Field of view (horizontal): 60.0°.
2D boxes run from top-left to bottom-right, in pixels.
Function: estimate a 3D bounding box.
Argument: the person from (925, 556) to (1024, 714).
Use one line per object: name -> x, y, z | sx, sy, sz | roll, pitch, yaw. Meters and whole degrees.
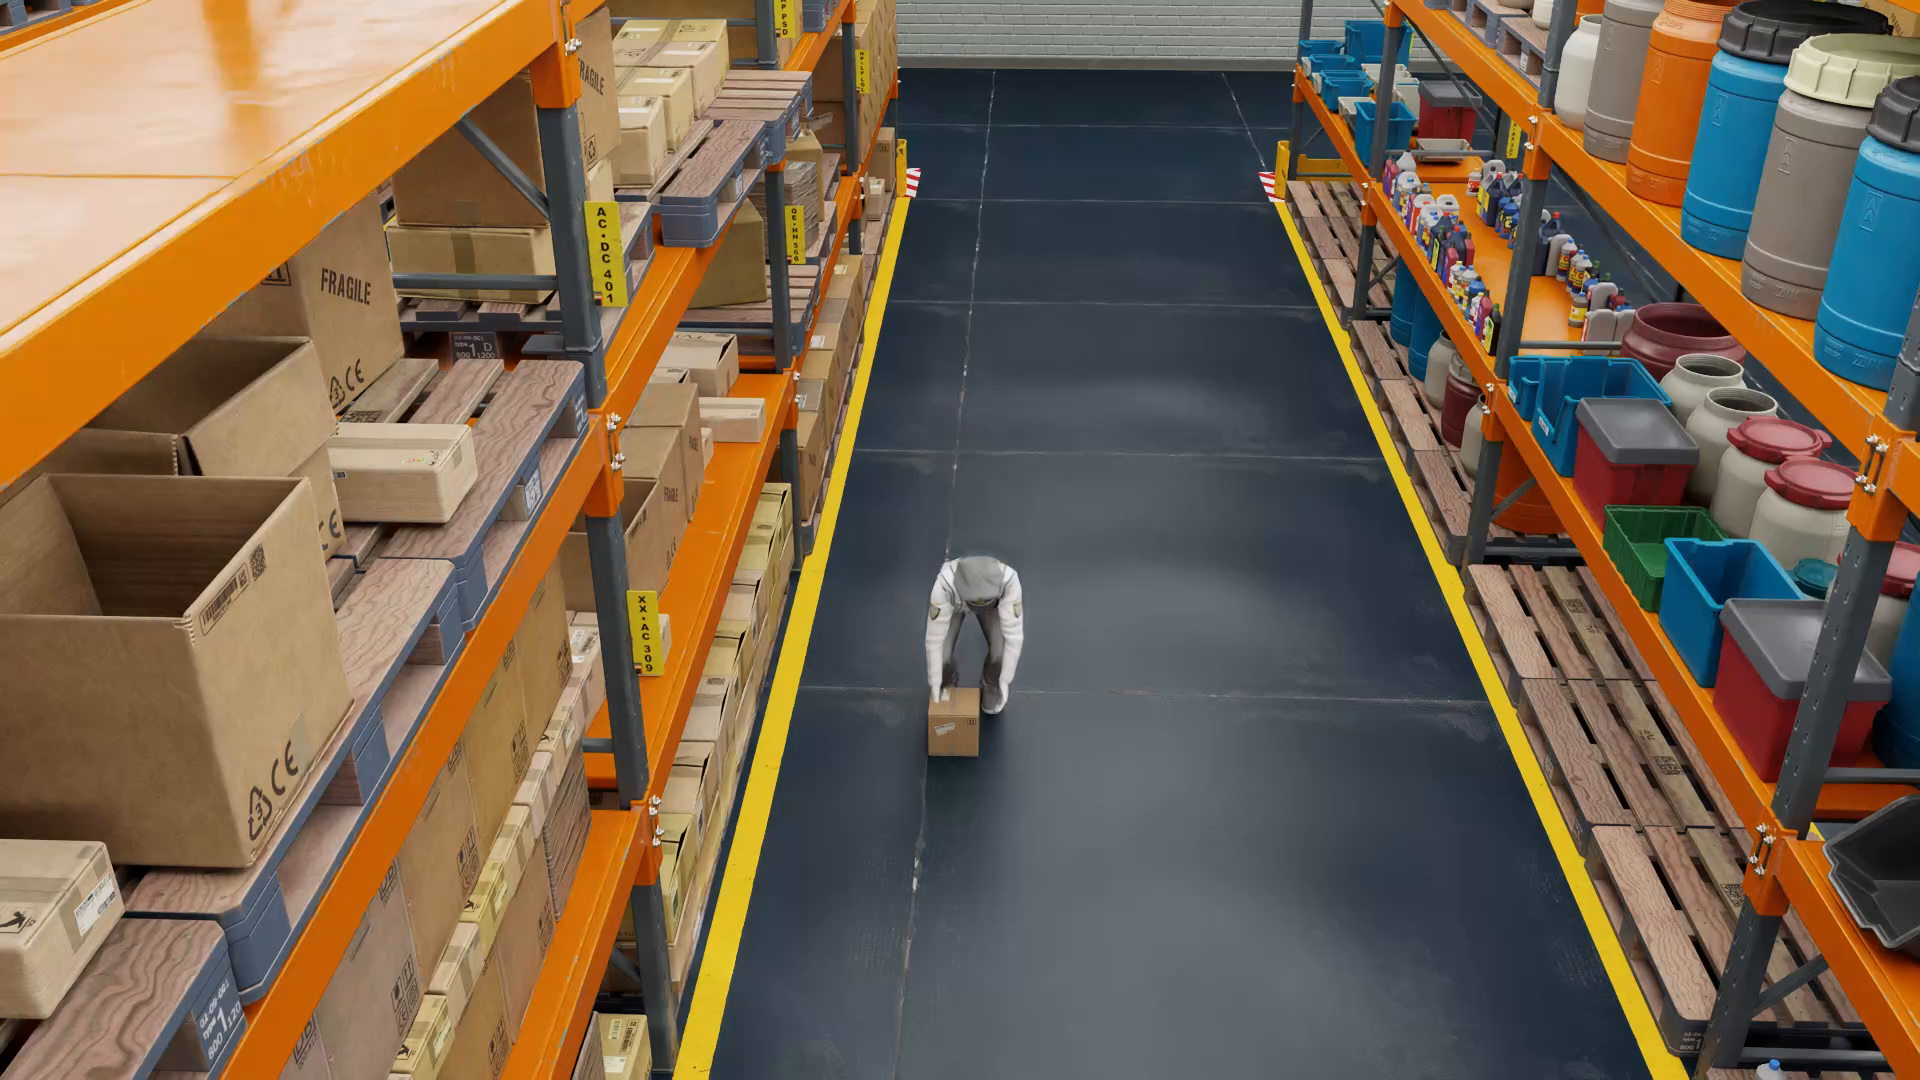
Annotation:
person -> 0.077, 0.429, 8.499 | 0.497, 1.028, 0.837 | 1, 28, 2
